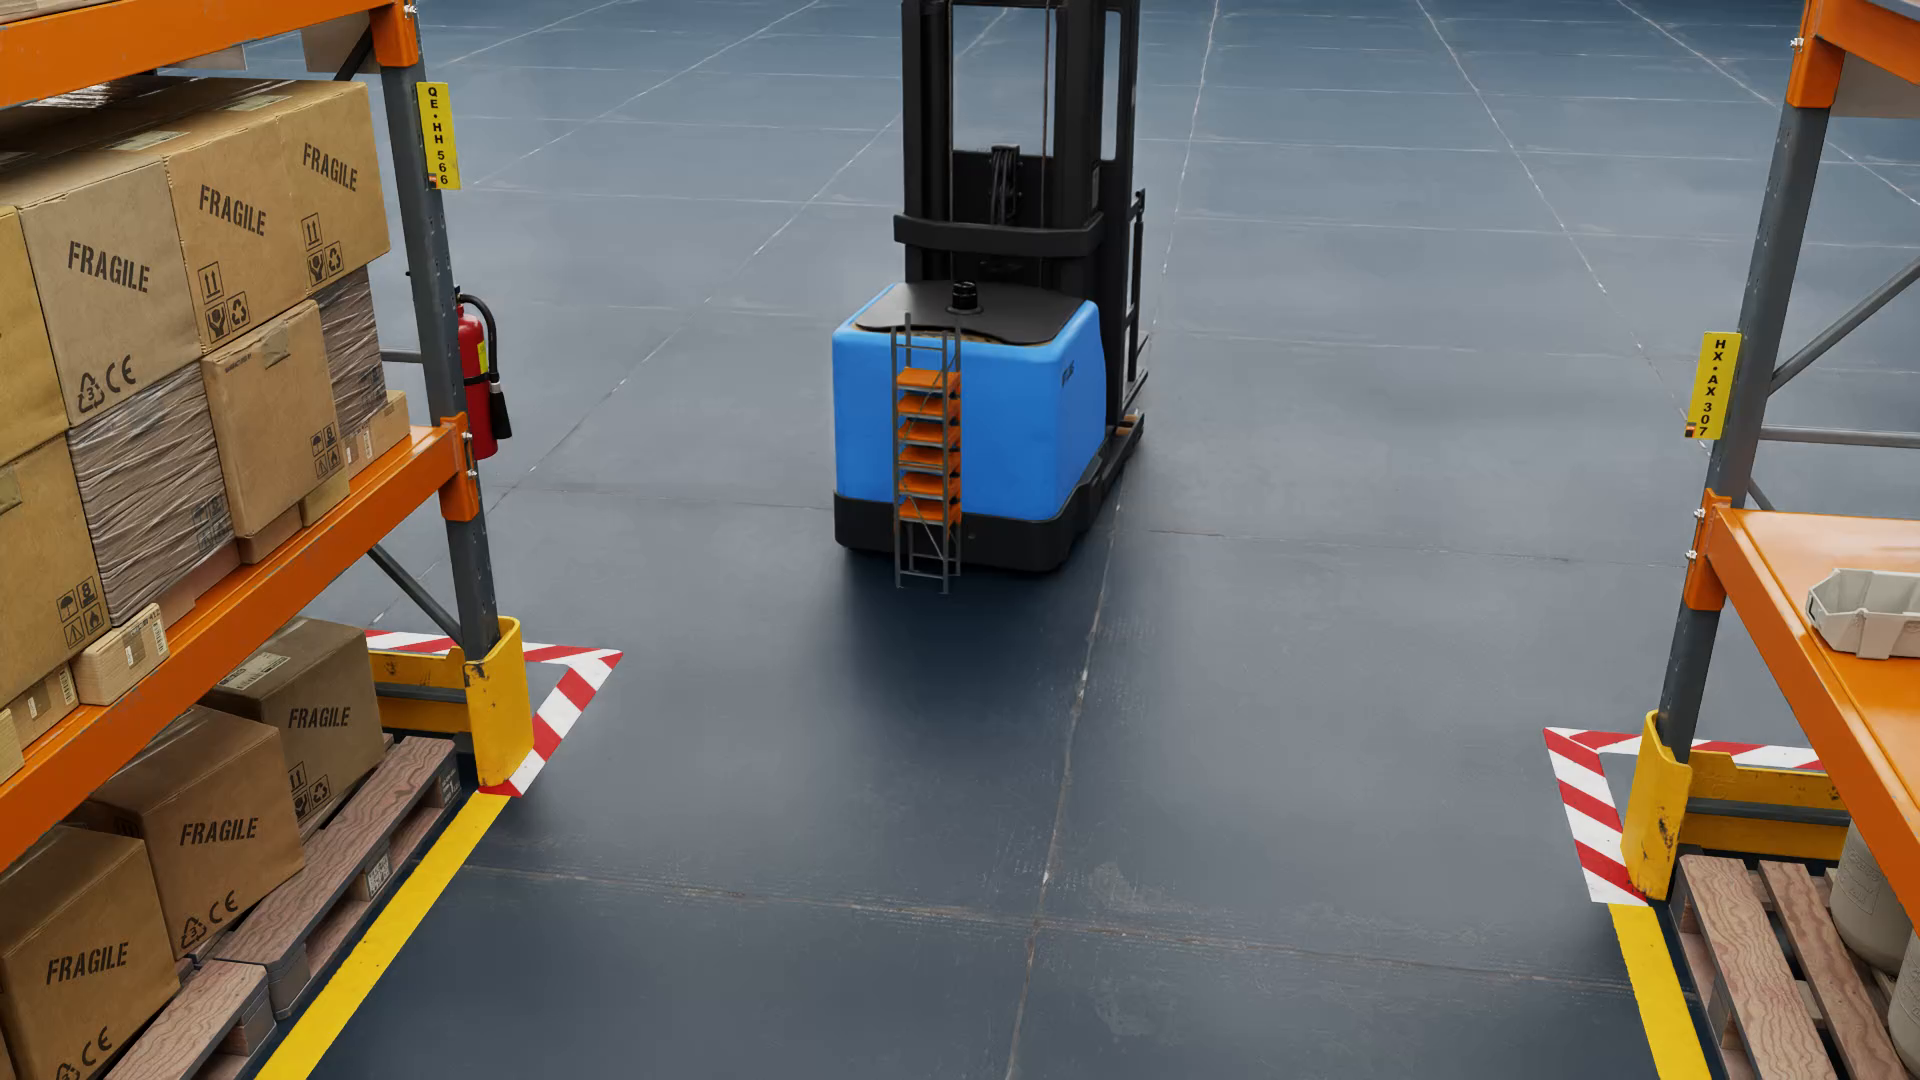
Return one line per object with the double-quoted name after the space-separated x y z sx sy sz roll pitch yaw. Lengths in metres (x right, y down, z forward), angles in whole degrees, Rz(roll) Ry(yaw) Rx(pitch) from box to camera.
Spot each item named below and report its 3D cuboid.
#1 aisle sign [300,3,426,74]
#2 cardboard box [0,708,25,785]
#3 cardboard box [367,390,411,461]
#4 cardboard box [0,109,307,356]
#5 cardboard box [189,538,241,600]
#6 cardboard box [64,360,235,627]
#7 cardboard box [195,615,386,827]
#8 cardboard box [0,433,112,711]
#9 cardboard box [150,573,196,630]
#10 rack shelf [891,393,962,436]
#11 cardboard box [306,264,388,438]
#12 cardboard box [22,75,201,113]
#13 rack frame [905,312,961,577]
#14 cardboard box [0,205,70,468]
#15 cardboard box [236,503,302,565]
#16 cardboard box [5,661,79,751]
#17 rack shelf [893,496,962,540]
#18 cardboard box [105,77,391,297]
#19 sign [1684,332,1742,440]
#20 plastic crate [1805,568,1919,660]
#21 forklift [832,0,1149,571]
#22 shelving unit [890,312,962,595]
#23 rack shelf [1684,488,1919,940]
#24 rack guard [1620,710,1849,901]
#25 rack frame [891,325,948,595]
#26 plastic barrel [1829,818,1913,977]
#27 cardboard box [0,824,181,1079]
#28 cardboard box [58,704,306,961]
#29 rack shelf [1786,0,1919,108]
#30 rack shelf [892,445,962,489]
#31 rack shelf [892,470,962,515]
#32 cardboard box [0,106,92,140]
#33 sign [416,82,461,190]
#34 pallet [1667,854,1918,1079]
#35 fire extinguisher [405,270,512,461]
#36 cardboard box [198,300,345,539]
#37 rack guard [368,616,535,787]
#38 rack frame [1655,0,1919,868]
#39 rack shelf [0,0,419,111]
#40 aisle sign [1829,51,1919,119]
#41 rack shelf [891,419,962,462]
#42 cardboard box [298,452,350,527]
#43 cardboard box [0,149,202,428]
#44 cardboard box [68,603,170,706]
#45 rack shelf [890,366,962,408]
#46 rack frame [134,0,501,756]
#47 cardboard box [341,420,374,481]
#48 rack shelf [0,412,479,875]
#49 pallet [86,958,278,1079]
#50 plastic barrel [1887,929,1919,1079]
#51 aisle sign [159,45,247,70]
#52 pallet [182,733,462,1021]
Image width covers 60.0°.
-1.847 -1.808 5.008 0.394 0.787 0.004 4 25 9 "aisle sign"
-2.243 0.464 3.517 0.380 0.149 0.250 4 25 9 "cardboard box"
-1.996 -0.378 5.316 0.380 0.149 0.250 4 25 9 "cardboard box"
-2.075 -0.802 4.276 0.500 0.500 0.500 4 25 9 "cardboard box"
-2.166 0.040 4.423 0.380 0.149 0.250 4 25 9 "cardboard box"
-2.358 -0.154 4.071 0.875 0.500 0.500 4 25 9 "cardboard box"
-2.272 0.577 5.433 0.500 0.500 0.500 9 27 18 "cardboard box"
-2.451 0.055 3.626 0.875 0.500 0.500 4 25 9 "cardboard box"
-2.184 0.146 4.197 0.380 0.149 0.250 4 25 9 "cardboard box"
-0.140 -0.532 7.011 0.258 0.103 0.180 7 26 15 "rack shelf"
-2.270 -0.577 4.976 0.875 0.500 0.500 4 25 9 "cardboard box"
-2.512 -1.047 4.801 0.500 0.500 0.500 4 25 9 "cardboard box"
-0.113 -0.392 7.173 0.240 1.200 0.006 7 26 15 "rack frame"
-2.250 -0.384 3.384 0.500 0.500 0.500 4 25 9 "cardboard box"
-2.084 -0.062 4.641 0.380 0.149 0.250 4 25 9 "cardboard box"
-2.247 0.356 3.747 0.380 0.149 0.250 4 25 9 "cardboard box"
-0.140 -0.098 7.214 0.258 0.103 0.180 7 26 15 "rack shelf"
-1.999 -1.011 4.724 0.500 0.500 0.500 4 25 9 "cardboard box"
2.191 -0.448 4.841 0.100 0.325 0.005 4 25 9 "sign"
2.269 0.189 4.119 0.298 0.136 0.250 4 25 9 "plastic crate"
0.347 -1.791 8.119 1.130 2.935 3.031 7 26 15 "forklift"
-0.140 -0.355 7.094 0.258 1.200 0.189 7 26 15 "shelving unit"
2.406 0.880 3.180 1.077 0.370 4.000 4 25 9 "rack shelf"
2.767 0.885 5.270 1.175 0.500 0.348 4 25 9 "rack guard"
-0.167 -0.318 7.014 0.240 1.200 0.006 7 26 15 "rack frame"
2.701 0.935 4.654 0.421 0.512 0.421 0 25 0 "plastic barrel"
-2.457 1.089 4.338 0.500 0.500 0.500 6 26 13 "cardboard box"
-2.336 0.829 4.894 0.500 0.500 0.500 11 27 22 "cardboard box"
2.406 -0.479 2.544 1.077 0.370 4.000 4 25 9 "rack shelf"
-0.140 -0.315 7.113 0.258 0.103 0.180 7 26 15 "rack shelf"
-0.140 -0.206 7.163 0.258 0.103 0.180 7 26 15 "rack shelf"
-2.601 -0.838 4.355 0.500 0.500 0.500 4 25 9 "cardboard box"
-1.609 -1.246 5.135 0.100 0.325 0.005 4 25 9 "sign"
2.629 1.355 4.606 1.003 0.211 1.213 4 25 9 "pallet"
-1.680 -0.606 5.598 0.296 0.674 0.183 4 25 9 "fire extinguisher"
-2.234 -0.360 4.512 0.875 0.500 0.500 4 25 9 "cardboard box"
-2.166 0.538 6.010 1.175 0.500 0.348 4 25 9 "rack guard"
2.733 -0.282 4.815 1.000 3.000 0.127 4 25 9 "rack frame"
-2.480 -0.822 3.277 1.077 0.370 4.000 4 25 9 "rack shelf"
2.456 -1.510 4.371 0.394 0.787 0.004 4 25 9 "aisle sign"
-0.140 -0.424 7.062 0.258 0.103 0.180 7 26 15 "rack shelf"
-2.028 -0.165 4.862 0.380 0.149 0.250 4 25 9 "cardboard box"
-2.160 -0.593 3.830 0.500 0.500 0.500 4 25 9 "cardboard box"
-2.138 0.256 3.960 0.380 0.149 0.250 4 25 9 "cardboard box"
-0.140 -0.641 6.960 0.258 0.103 0.180 7 26 15 "rack shelf"
-2.153 -0.625 5.548 1.000 3.000 0.127 4 25 9 "rack frame"
-2.038 -0.274 5.093 0.380 0.149 0.250 4 25 9 "cardboard box"
-2.480 0.537 3.913 1.077 0.370 4.000 4 25 9 "rack shelf"
-2.535 1.515 4.264 1.003 0.211 1.213 4 25 9 "pallet"
2.619 1.144 4.206 0.421 0.512 0.421 0 25 0 "plastic barrel"
-2.439 -1.850 5.097 0.394 0.787 0.004 4 25 9 "aisle sign"
-2.333 1.007 5.350 1.003 0.211 1.213 4 25 9 "pallet"
